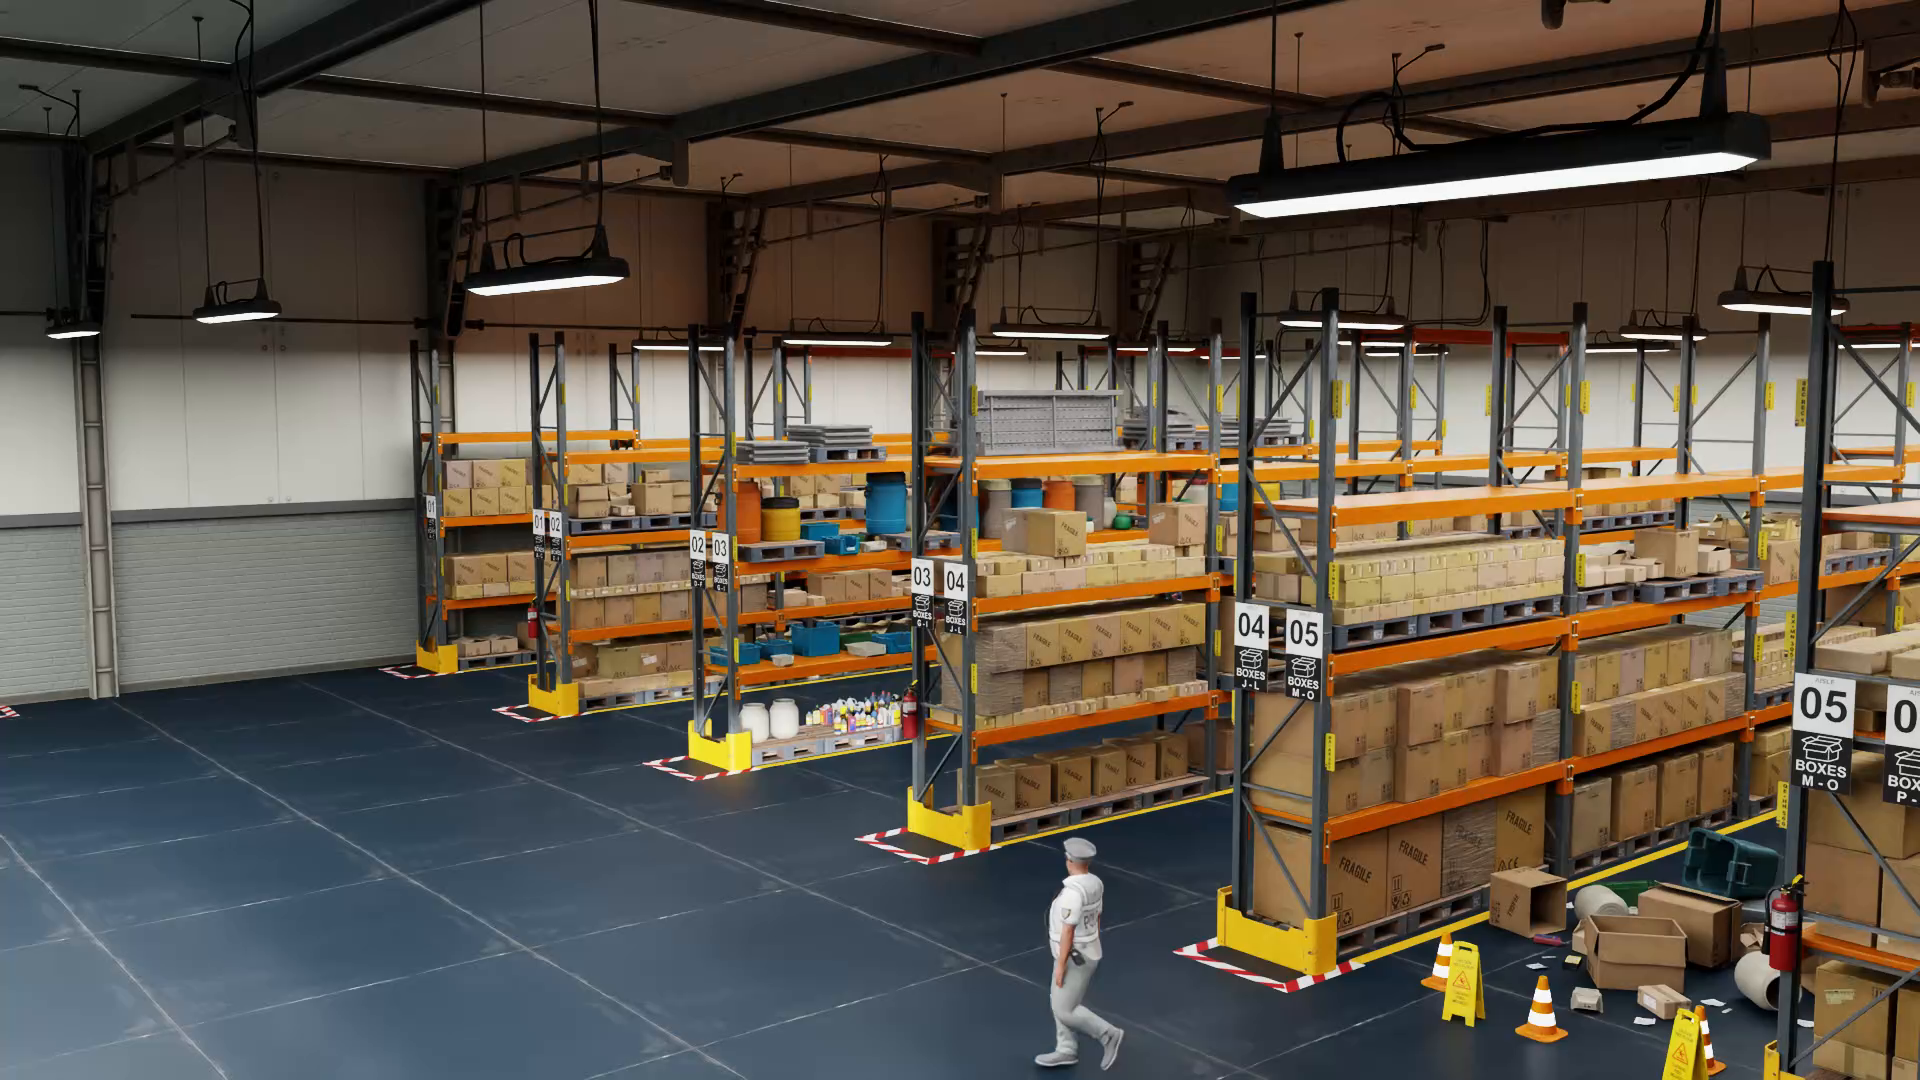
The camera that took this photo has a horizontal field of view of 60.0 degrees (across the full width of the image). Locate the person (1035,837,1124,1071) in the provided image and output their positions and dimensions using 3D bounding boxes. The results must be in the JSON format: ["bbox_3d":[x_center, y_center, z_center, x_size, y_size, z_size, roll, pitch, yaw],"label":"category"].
[{"bbox_3d":[0.899,3.118,12.486,0.646,1.760,0.502,0,5,-4],"label":"person"}]

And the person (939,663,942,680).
[{"bbox_3d":[-0.109,1.821,26.569,0.394,1.777,0.596,-1,5,-15],"label":"person"}]
